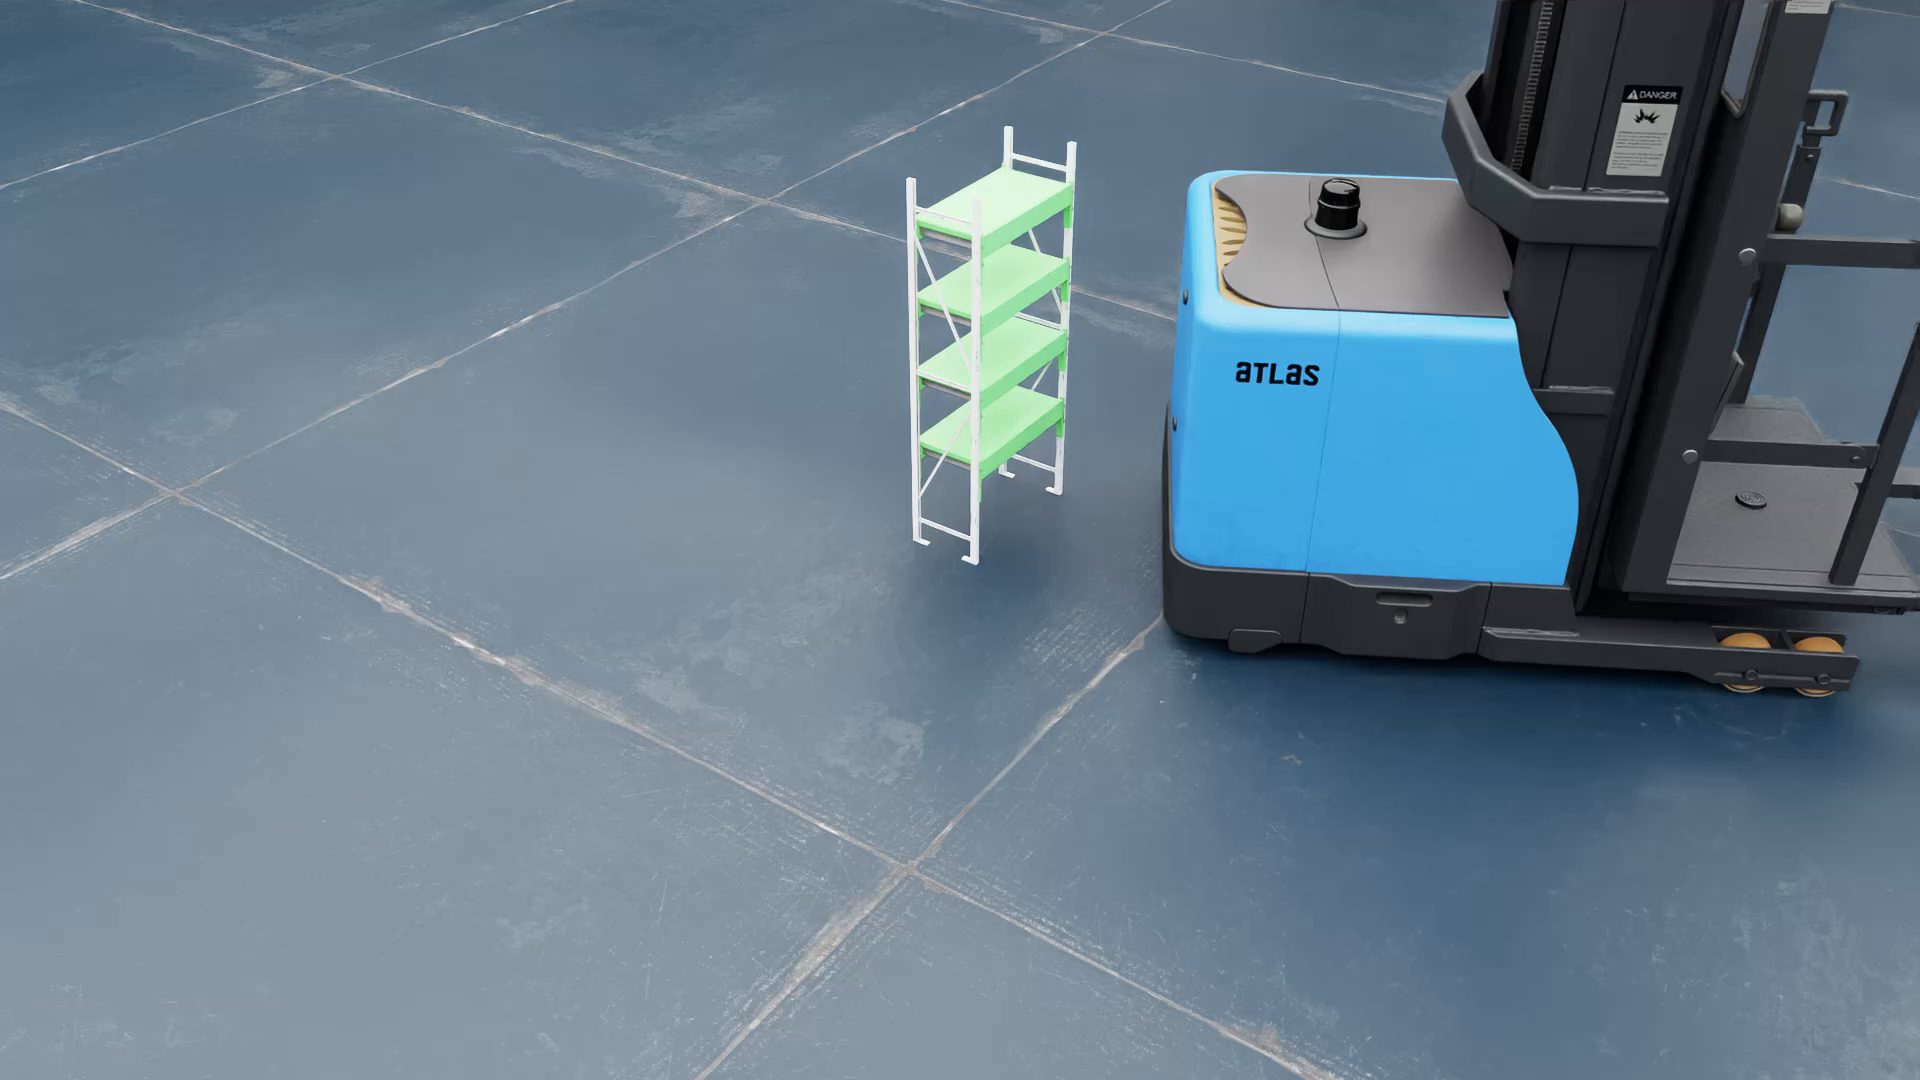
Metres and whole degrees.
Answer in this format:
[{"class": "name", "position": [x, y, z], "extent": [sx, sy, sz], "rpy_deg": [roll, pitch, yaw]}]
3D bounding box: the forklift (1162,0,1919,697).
[{"class": "forklift", "position": [2.136, -1.093, 4.250], "extent": [3.031, 2.935, 1.130], "rpy_deg": [3, 34, 5]}]

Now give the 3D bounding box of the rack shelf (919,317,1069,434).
[{"class": "rack shelf", "position": [0.094, -0.520, 5.062], "extent": [0.258, 0.148, 0.480], "rpy_deg": [21, 39, 28]}]

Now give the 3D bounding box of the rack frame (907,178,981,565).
[{"class": "rack frame", "position": [-0.045, -0.461, 4.860], "extent": [0.240, 1.200, 0.015], "rpy_deg": [21, 39, 28]}]

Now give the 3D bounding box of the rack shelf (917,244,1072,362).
[{"class": "rack shelf", "position": [0.094, -0.719, 4.928], "extent": [0.258, 0.148, 0.480], "rpy_deg": [21, 39, 28]}]

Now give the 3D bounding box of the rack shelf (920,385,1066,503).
[{"class": "rack shelf", "position": [0.094, -0.321, 5.197], "extent": [0.258, 0.148, 0.480], "rpy_deg": [21, 39, 28]}]

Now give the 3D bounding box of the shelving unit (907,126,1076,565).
[{"class": "shelving unit", "position": [0.094, -0.573, 5.027], "extent": [0.258, 1.200, 0.503], "rpy_deg": [21, 39, 28]}]

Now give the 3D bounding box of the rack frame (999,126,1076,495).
[{"class": "rack frame", "position": [0.234, -0.685, 5.193], "extent": [0.240, 1.200, 0.015], "rpy_deg": [21, 39, 28]}]

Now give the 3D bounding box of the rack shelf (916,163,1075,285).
[{"class": "rack shelf", "position": [0.094, -0.918, 4.793], "extent": [0.258, 0.148, 0.480], "rpy_deg": [21, 39, 28]}]
